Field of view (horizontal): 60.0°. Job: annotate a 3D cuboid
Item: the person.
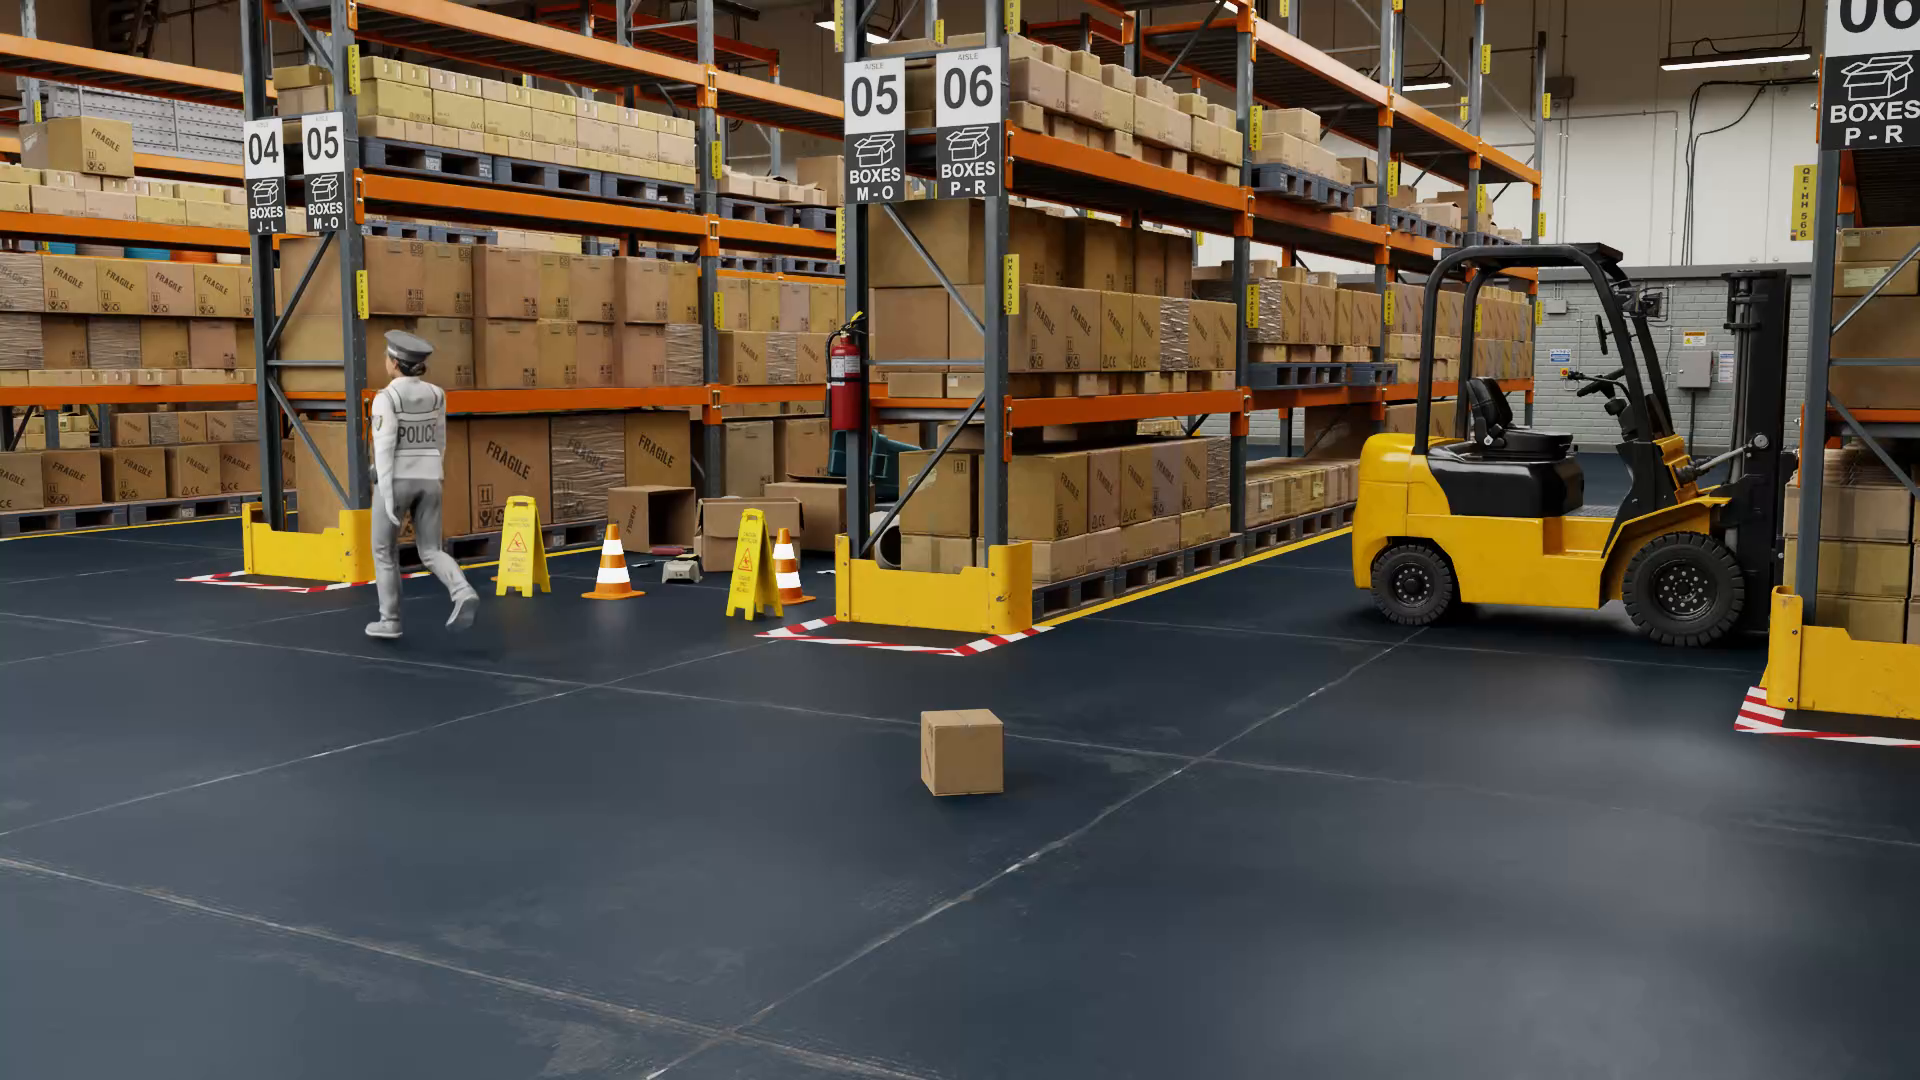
[{"bbox_3d":[-2.911,-0.288,8.866,0.814,1.660,0.475,5,8,41],"label":"person"}]
